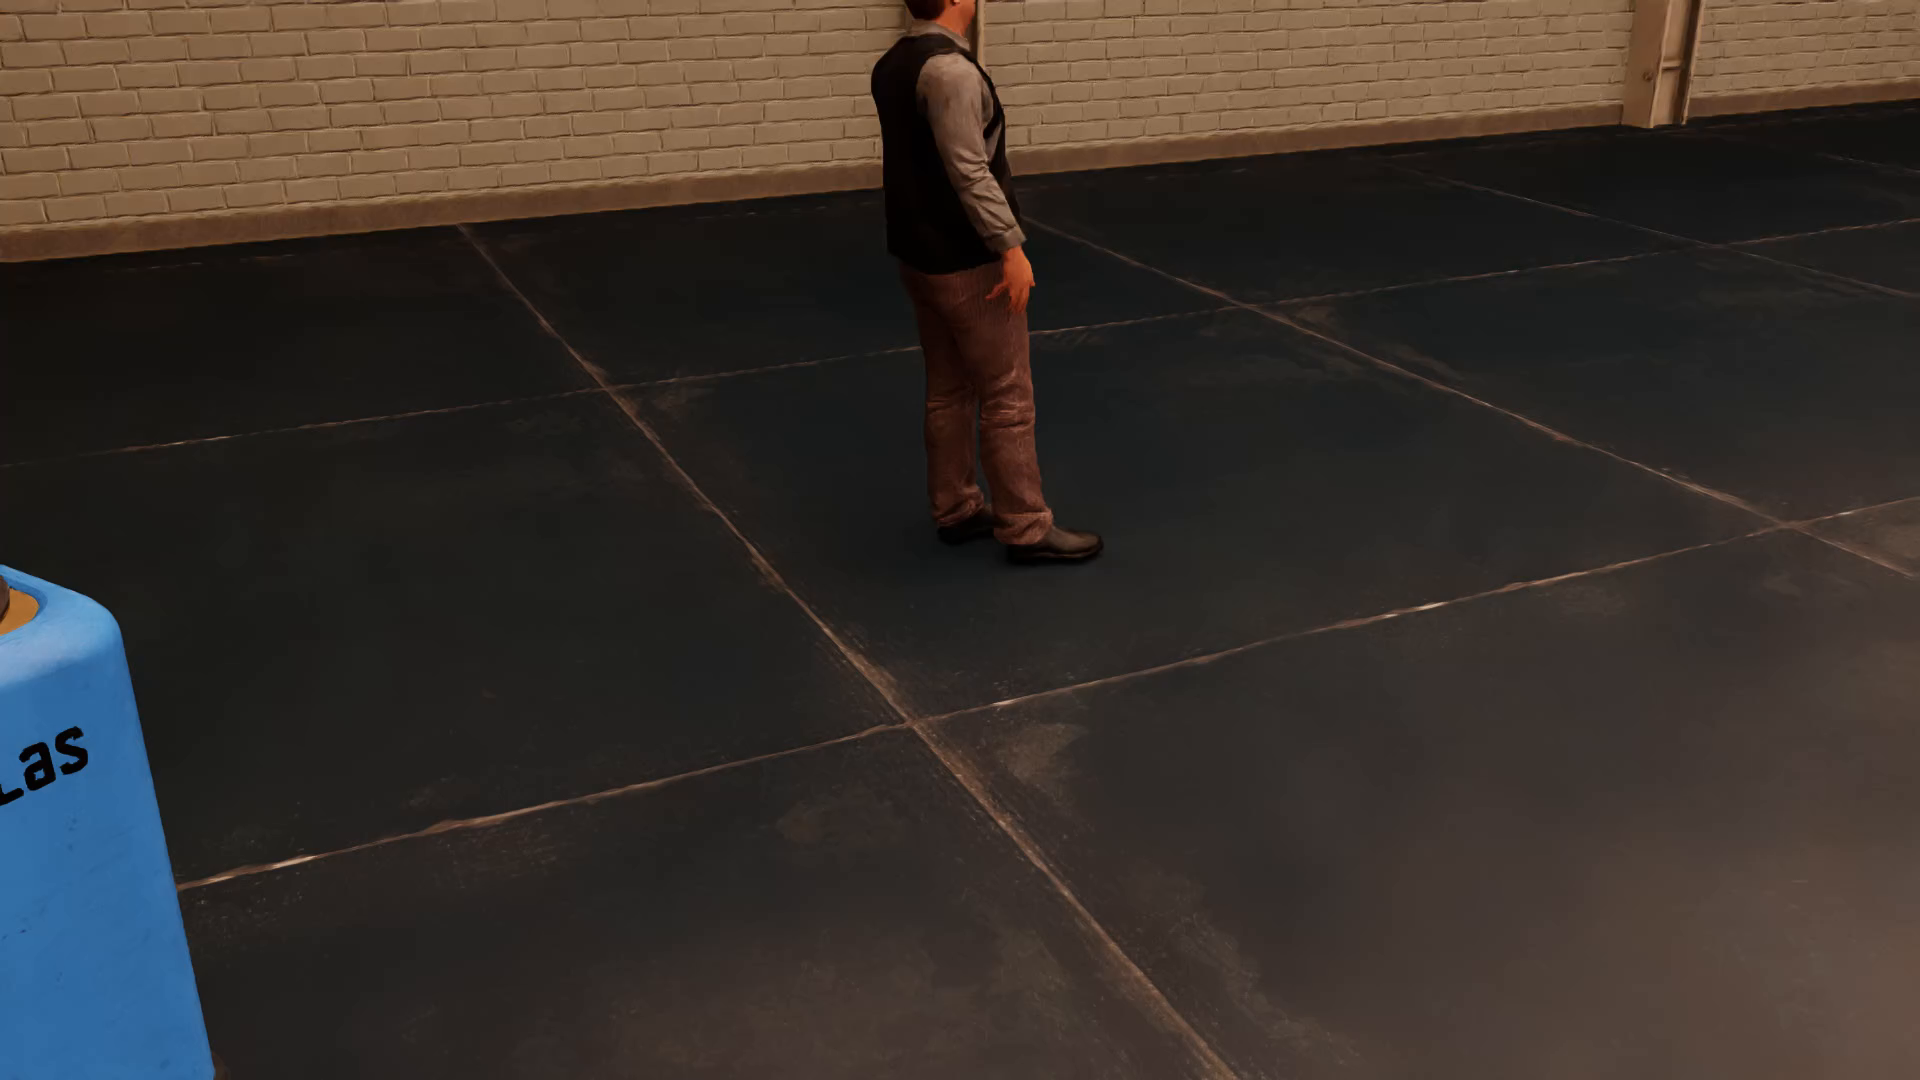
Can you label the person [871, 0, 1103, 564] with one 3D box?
[{"bbox_3d":[0.060,-0.809,4.791,0.567,1.720,0.632,-10,25,-23],"label":"person"}]
